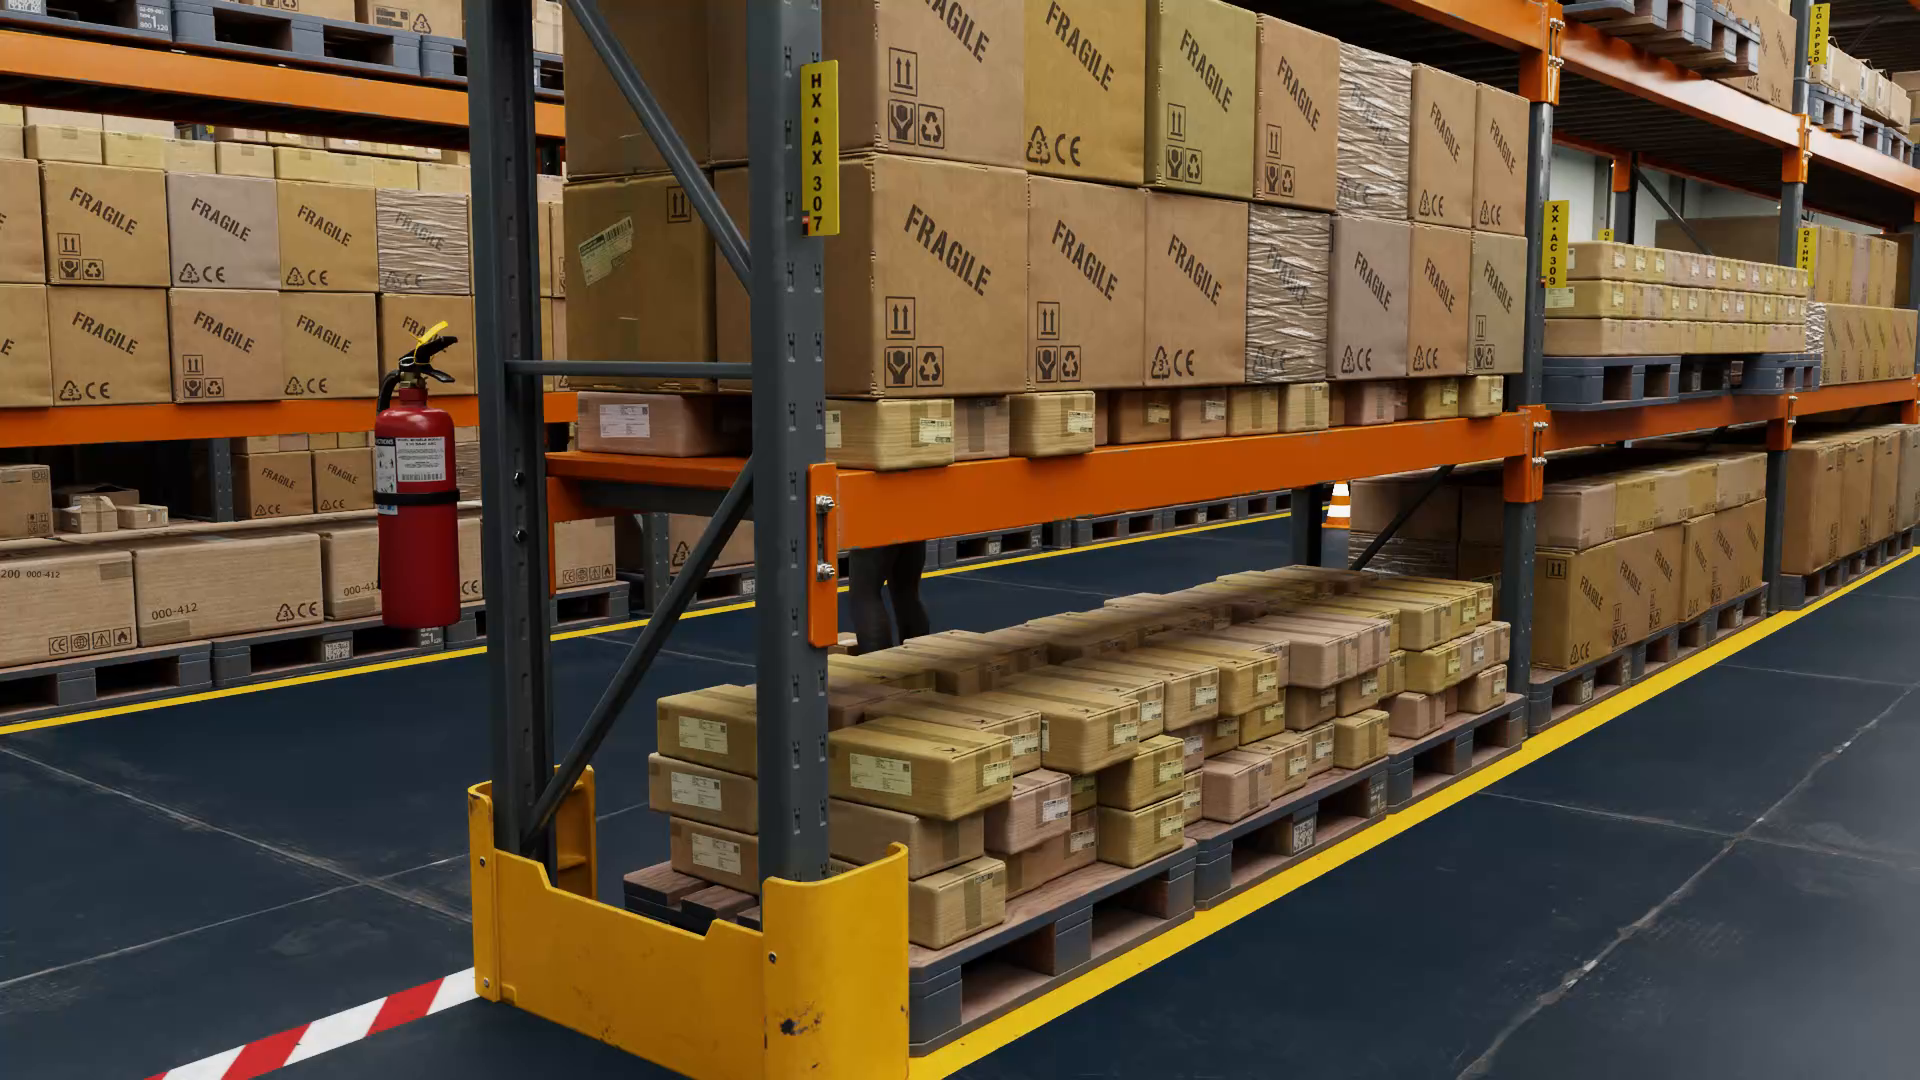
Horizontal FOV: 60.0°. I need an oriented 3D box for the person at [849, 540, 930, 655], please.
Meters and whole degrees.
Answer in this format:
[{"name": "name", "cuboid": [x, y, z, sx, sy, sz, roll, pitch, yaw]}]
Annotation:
[{"name": "person", "cuboid": [-0.320, -0.115, 7.226, 0.352, 1.654, 0.530, 5, 8, 35]}]
